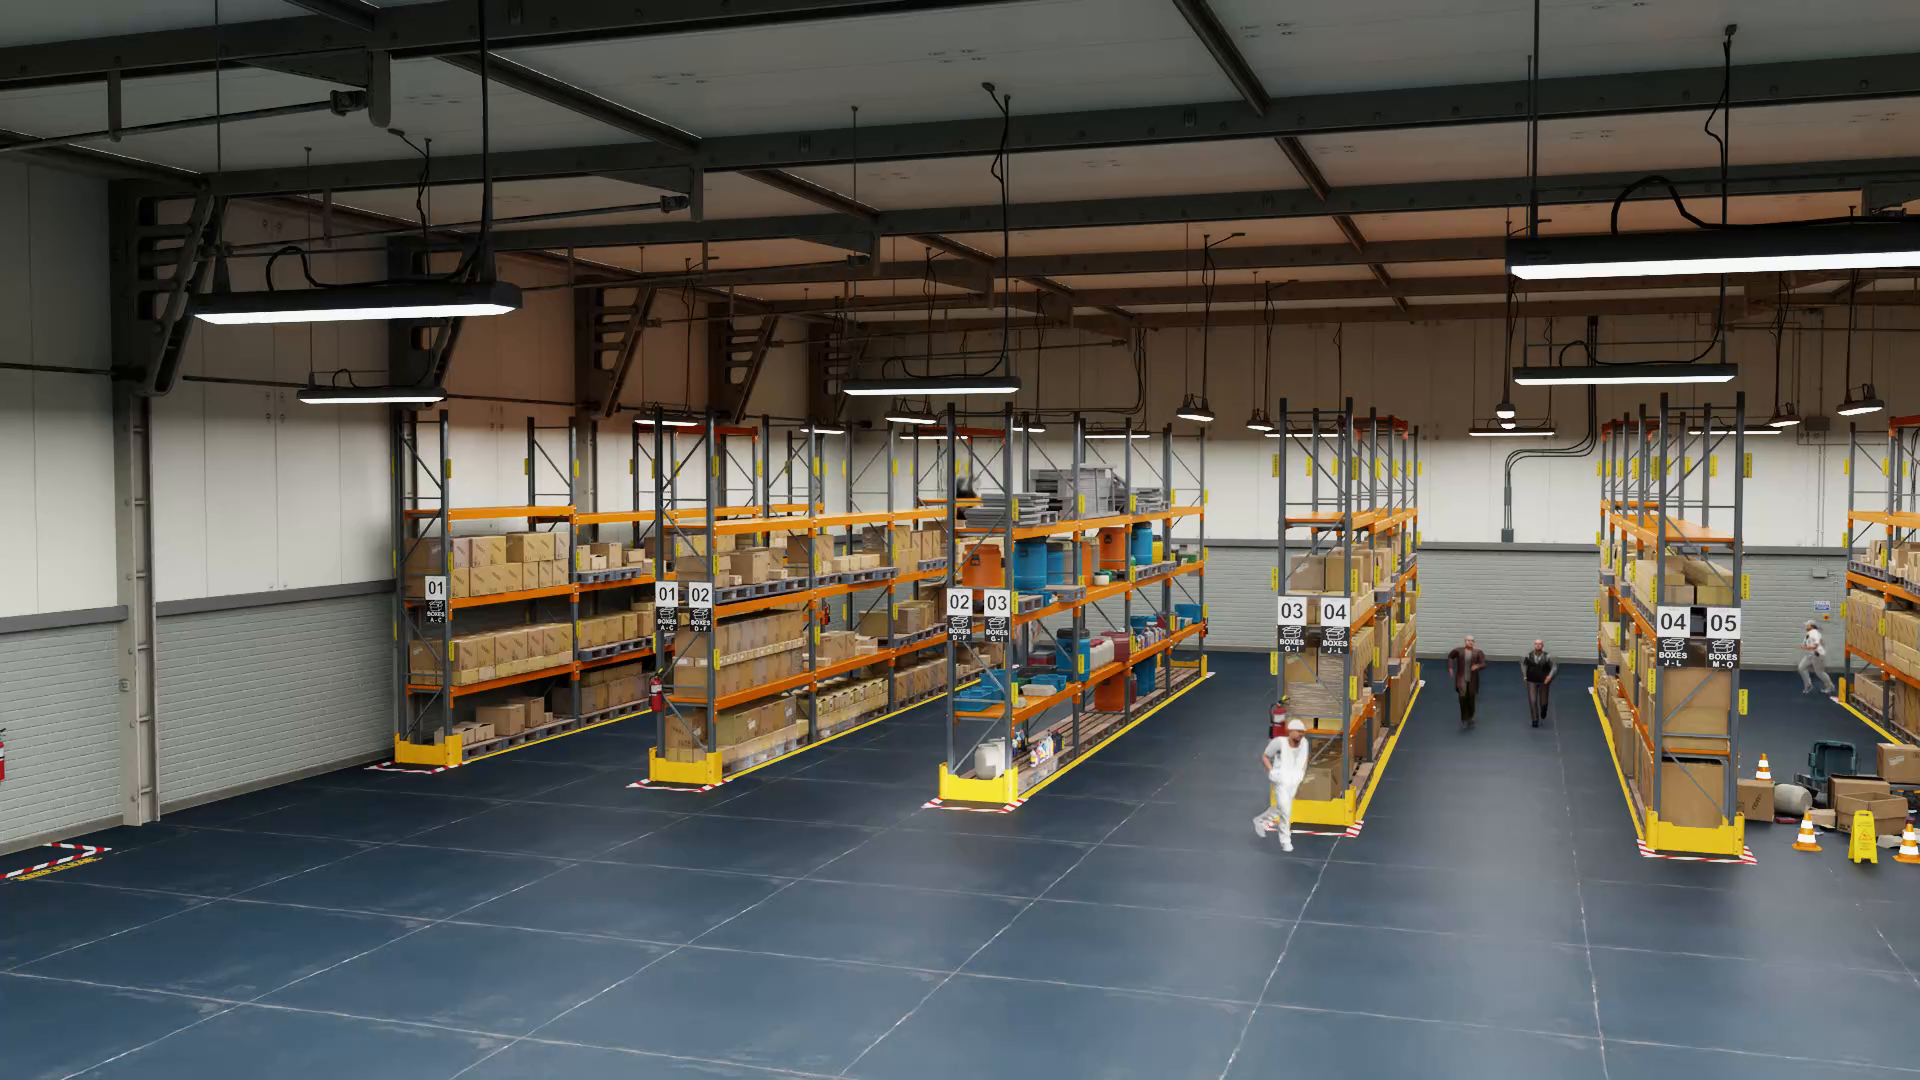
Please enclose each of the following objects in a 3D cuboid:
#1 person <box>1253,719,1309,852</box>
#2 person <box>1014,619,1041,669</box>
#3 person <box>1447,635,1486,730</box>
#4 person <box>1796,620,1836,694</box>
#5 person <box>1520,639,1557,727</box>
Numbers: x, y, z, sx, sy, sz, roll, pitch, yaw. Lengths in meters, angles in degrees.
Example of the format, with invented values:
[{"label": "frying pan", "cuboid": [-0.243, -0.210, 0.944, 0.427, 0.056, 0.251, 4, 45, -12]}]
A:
[{"label": "person", "cuboid": [4.276, 3.221, 22.055, 0.695, 1.760, 0.869, -1, 3, -24]}, {"label": "person", "cuboid": [1.501, 2.293, 37.540, 0.662, 1.767, 1.006, 1, 3, 13]}, {"label": "person", "cuboid": [9.836, 2.754, 32.277, 0.718, 1.823, 0.812, 1, 3, 12]}, {"label": "person", "cuboid": [18.984, 2.616, 36.907, 0.820, 1.695, 0.525, 0, 2, 10]}, {"label": "person", "cuboid": [11.248, 2.770, 32.355, 0.695, 1.685, 0.771, 1, 3, 24]}]
